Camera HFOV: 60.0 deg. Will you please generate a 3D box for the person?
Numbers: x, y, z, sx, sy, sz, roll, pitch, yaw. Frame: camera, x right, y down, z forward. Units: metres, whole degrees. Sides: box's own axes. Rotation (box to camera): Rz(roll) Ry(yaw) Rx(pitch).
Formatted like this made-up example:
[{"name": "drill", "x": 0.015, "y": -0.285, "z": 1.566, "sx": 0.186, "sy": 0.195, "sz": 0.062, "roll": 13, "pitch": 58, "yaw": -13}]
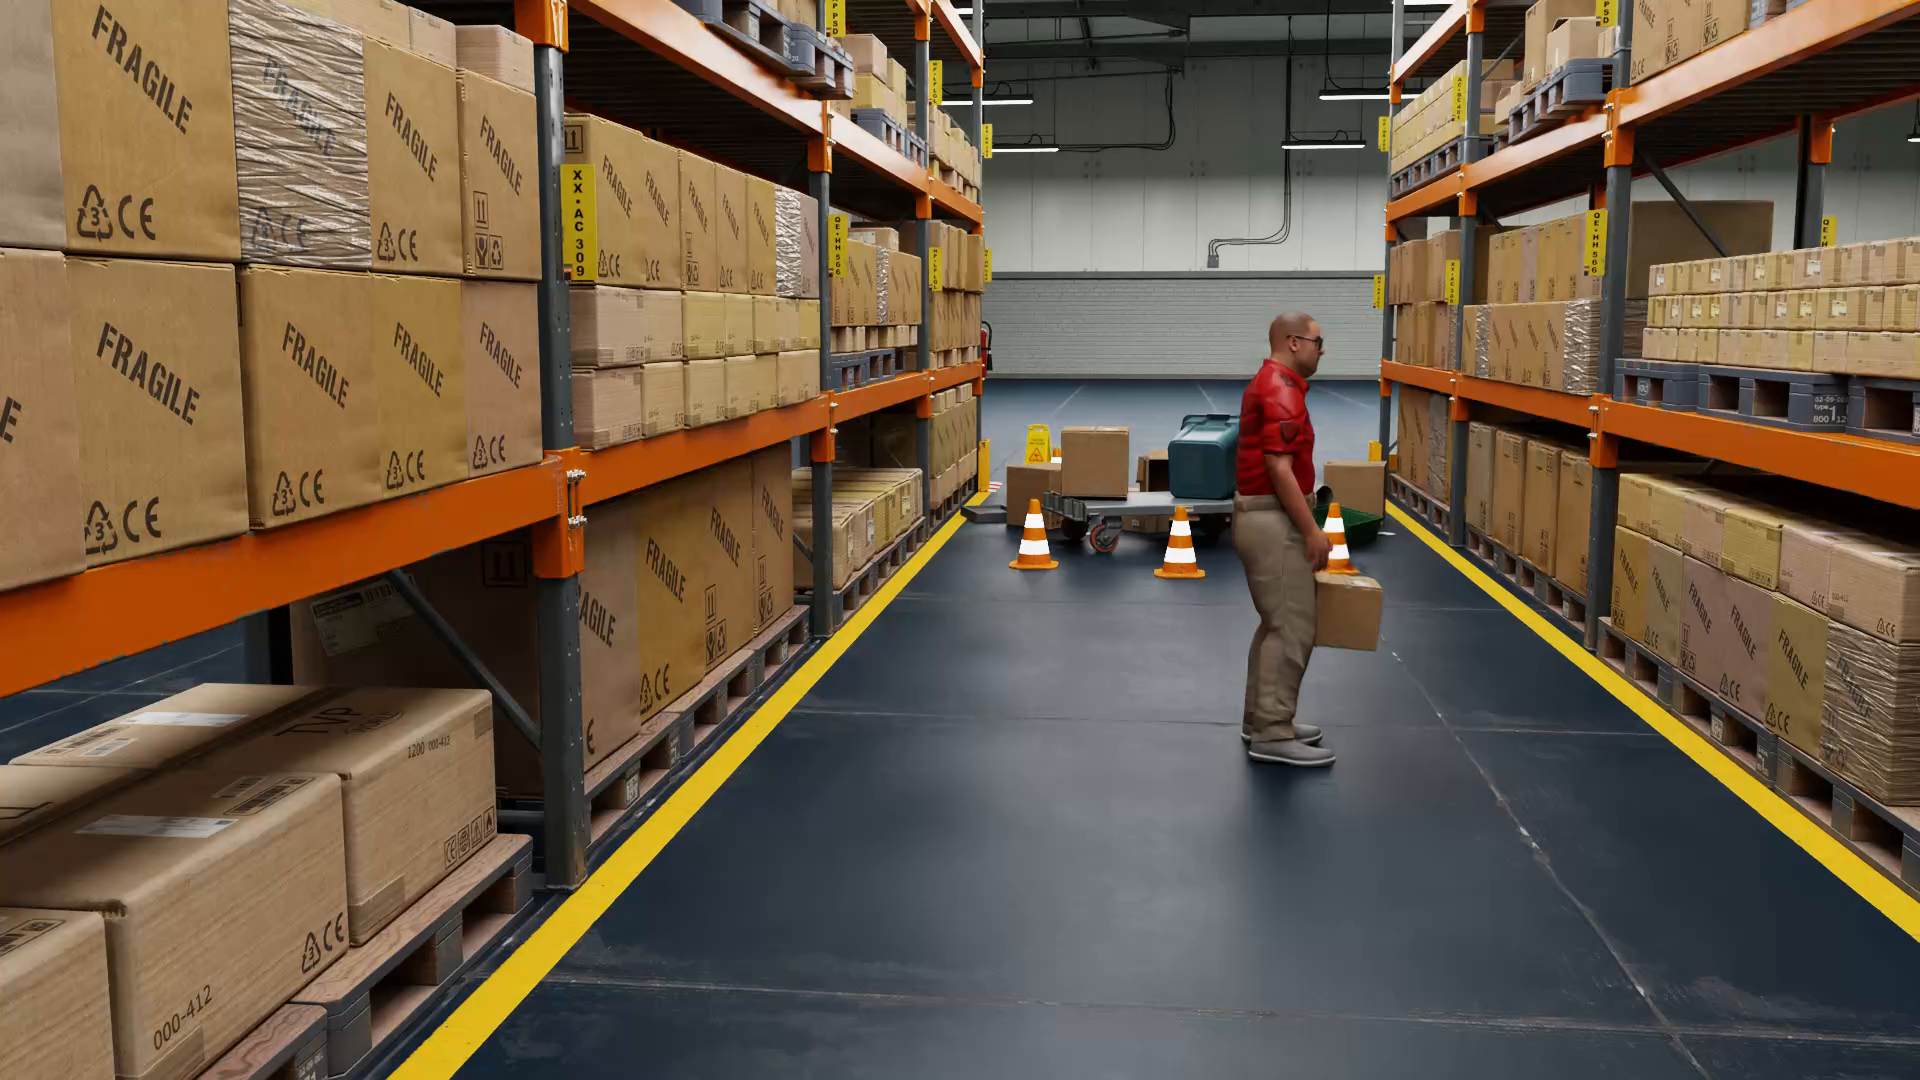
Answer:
[{"name": "person", "x": 1.265, "y": -0.024, "z": 6.503, "sx": 0.392, "sy": 1.731, "sz": 0.558, "roll": 1, "pitch": 8, "yaw": 5}]
